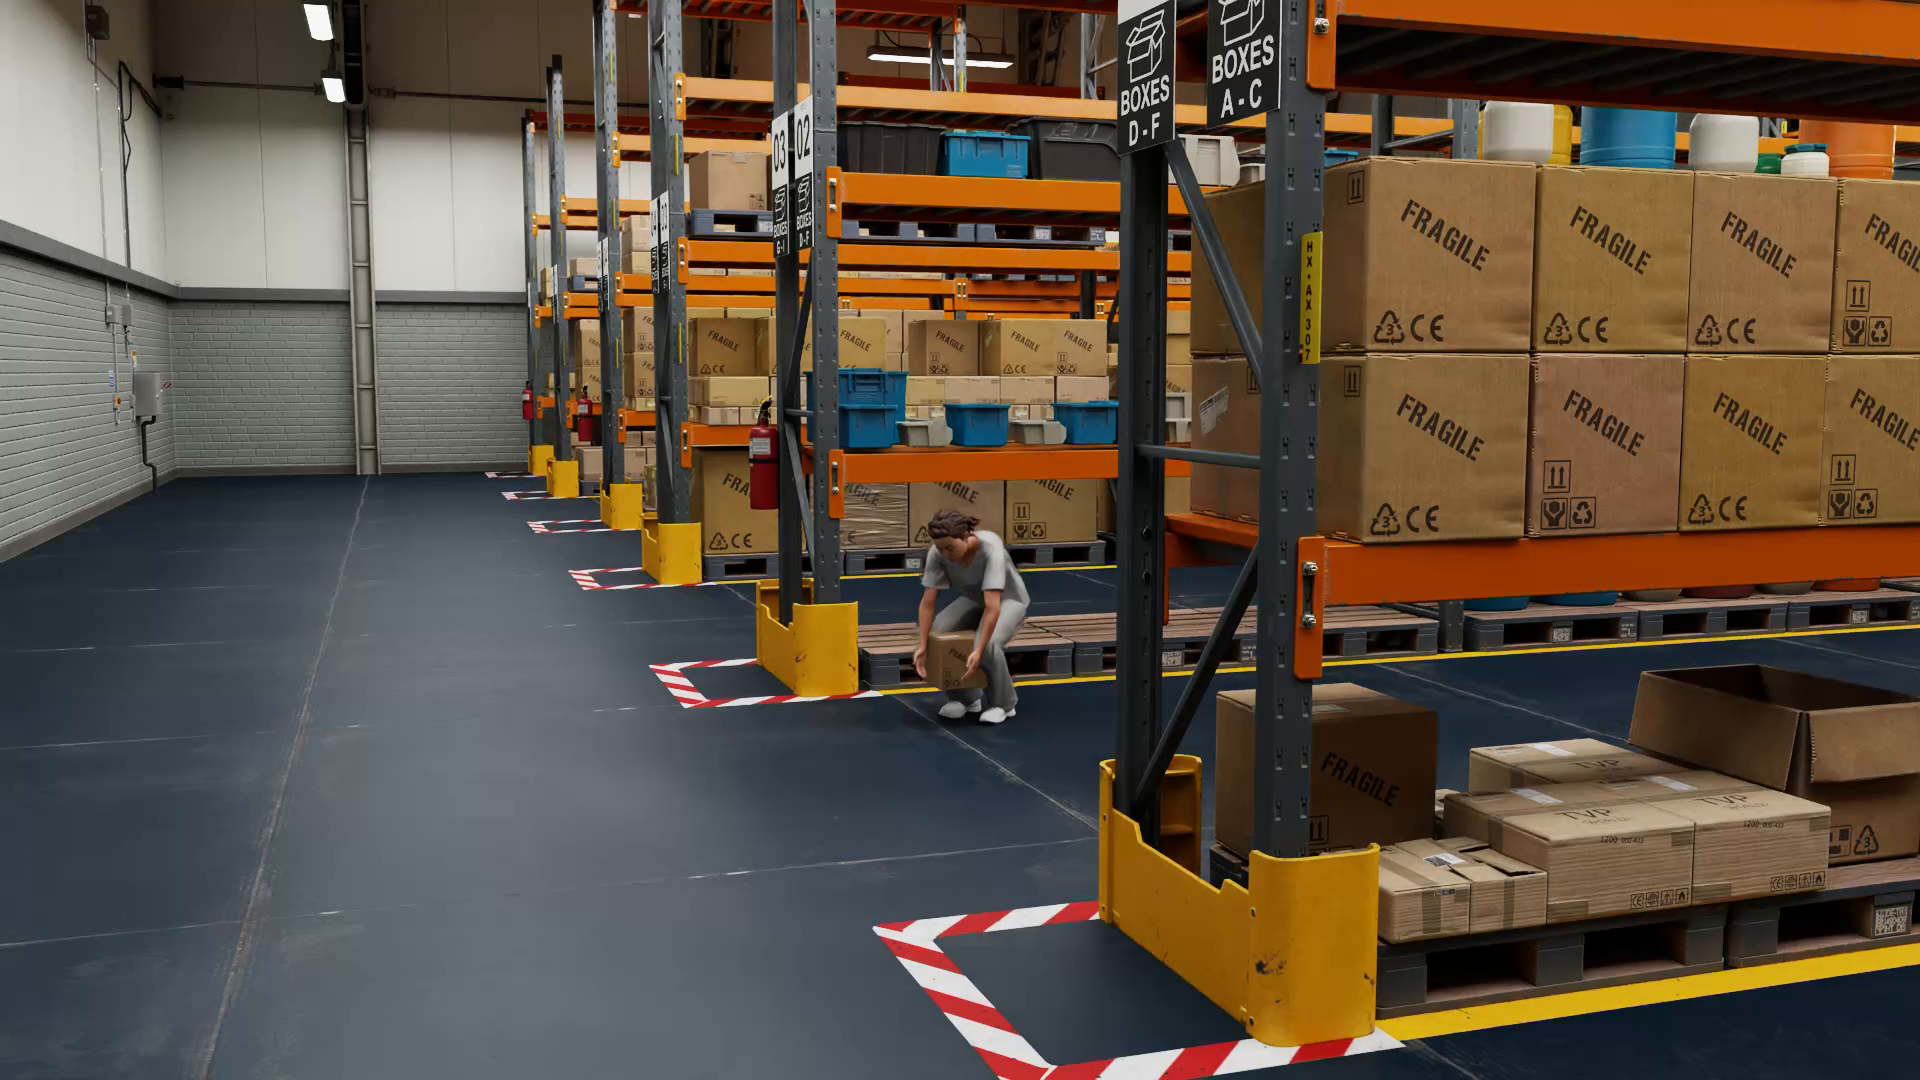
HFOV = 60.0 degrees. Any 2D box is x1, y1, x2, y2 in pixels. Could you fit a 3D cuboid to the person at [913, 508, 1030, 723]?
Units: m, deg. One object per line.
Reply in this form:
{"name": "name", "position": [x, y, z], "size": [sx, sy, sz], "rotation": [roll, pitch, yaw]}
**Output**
{"name": "person", "position": [0.075, 0.367, 8.310], "size": [0.493, 1.095, 0.750], "rotation": [4, 7, 34]}
